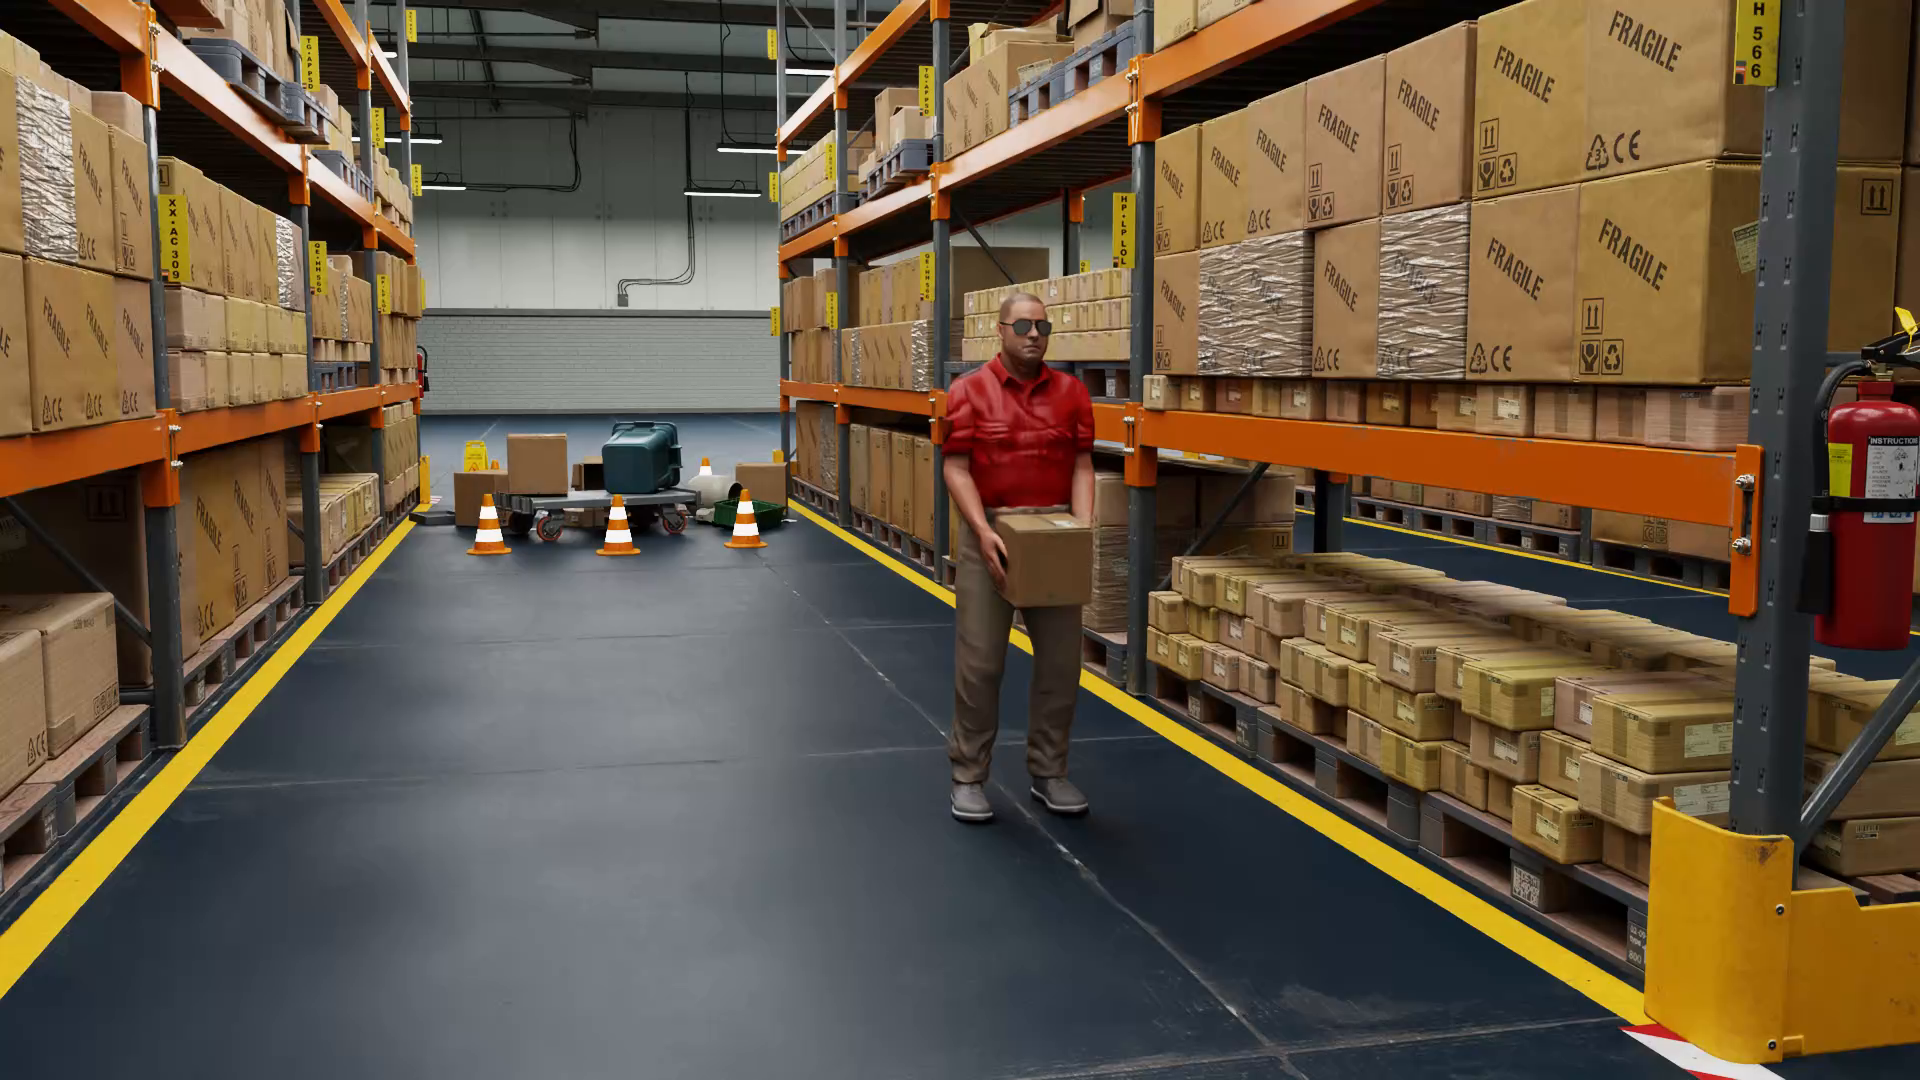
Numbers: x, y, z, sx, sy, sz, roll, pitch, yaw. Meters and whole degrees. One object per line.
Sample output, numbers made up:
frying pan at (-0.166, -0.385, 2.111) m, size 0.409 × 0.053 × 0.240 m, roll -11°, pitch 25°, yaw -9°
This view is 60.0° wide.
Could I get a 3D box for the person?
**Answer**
person at (0.216, 0.048, 5.534) m, size 0.532 × 1.733 × 0.470 m, roll -2°, pitch 6°, yaw -15°
